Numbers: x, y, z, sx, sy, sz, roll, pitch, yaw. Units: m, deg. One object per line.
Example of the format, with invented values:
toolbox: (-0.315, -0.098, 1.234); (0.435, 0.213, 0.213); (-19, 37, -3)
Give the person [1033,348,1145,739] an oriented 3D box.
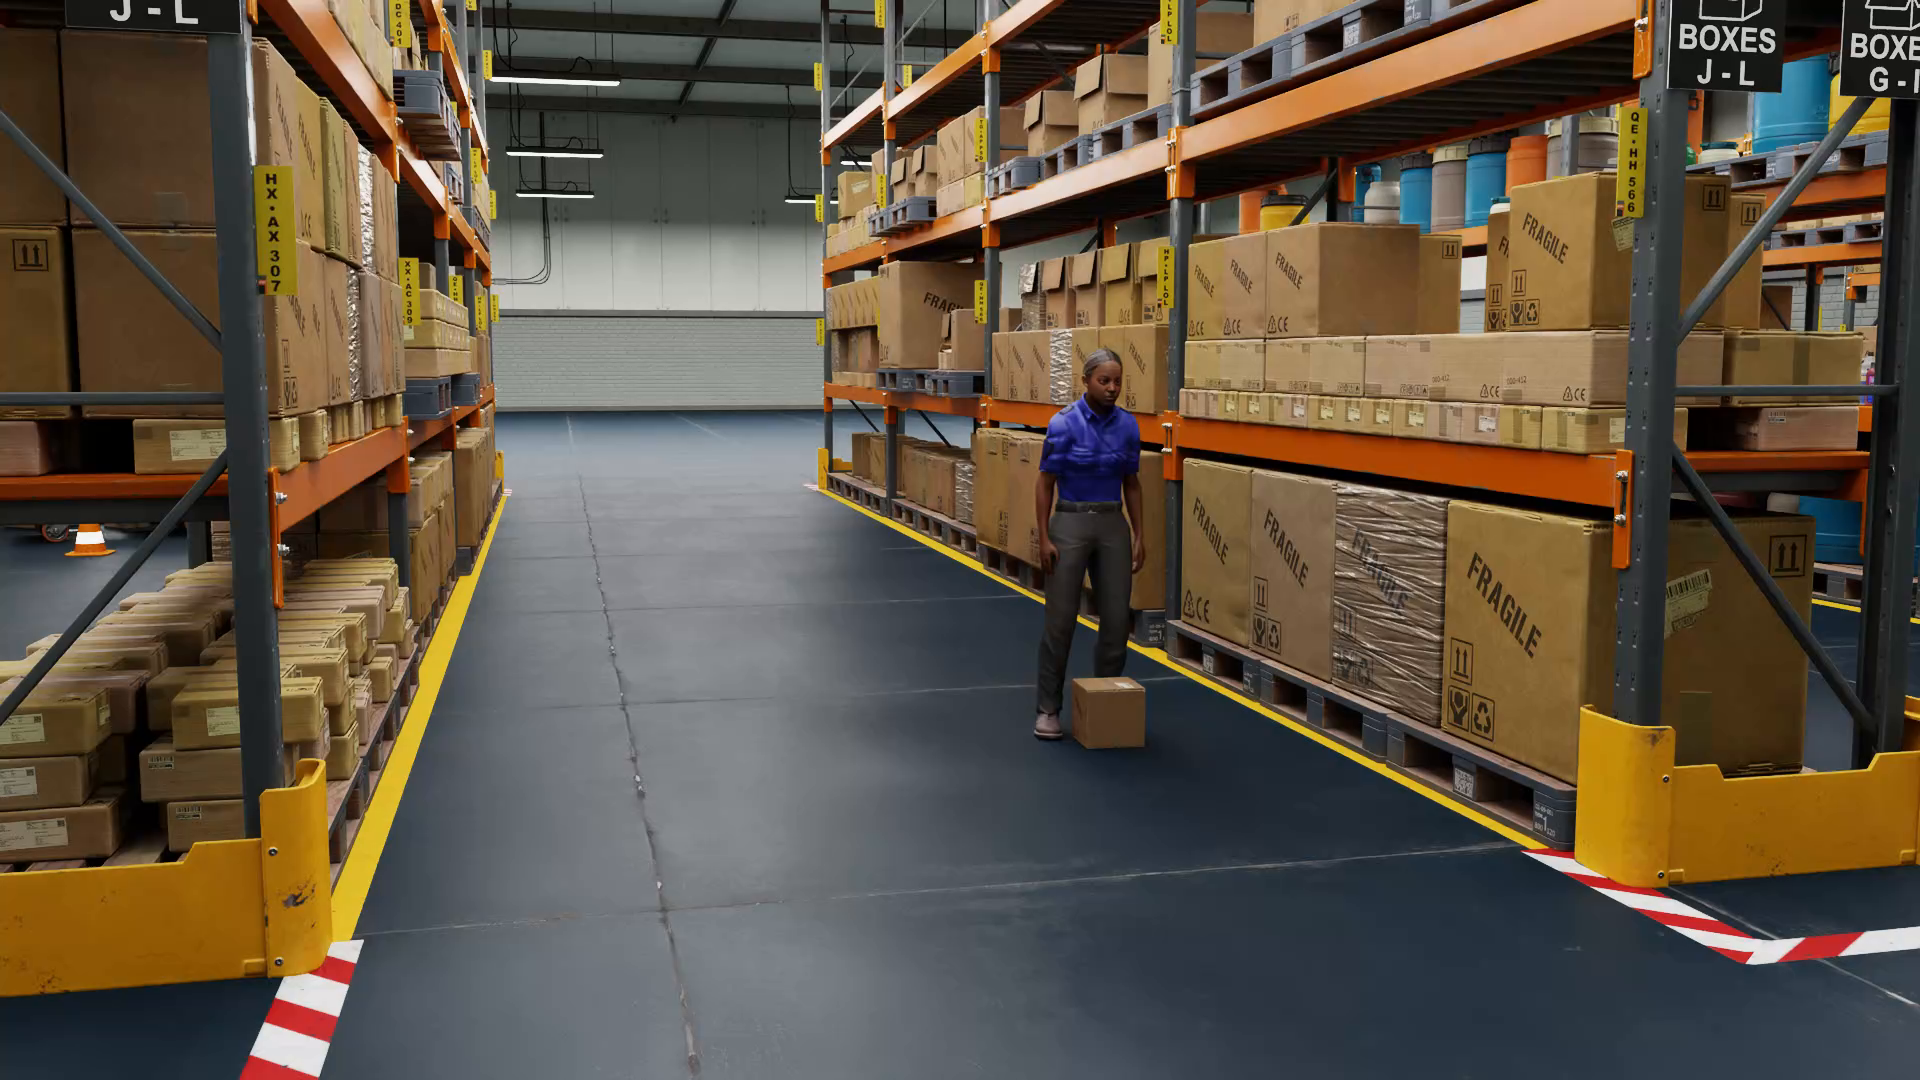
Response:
person: (0.546, 0.006, 7.154); (0.528, 1.655, 0.349); (-2, 7, -17)
